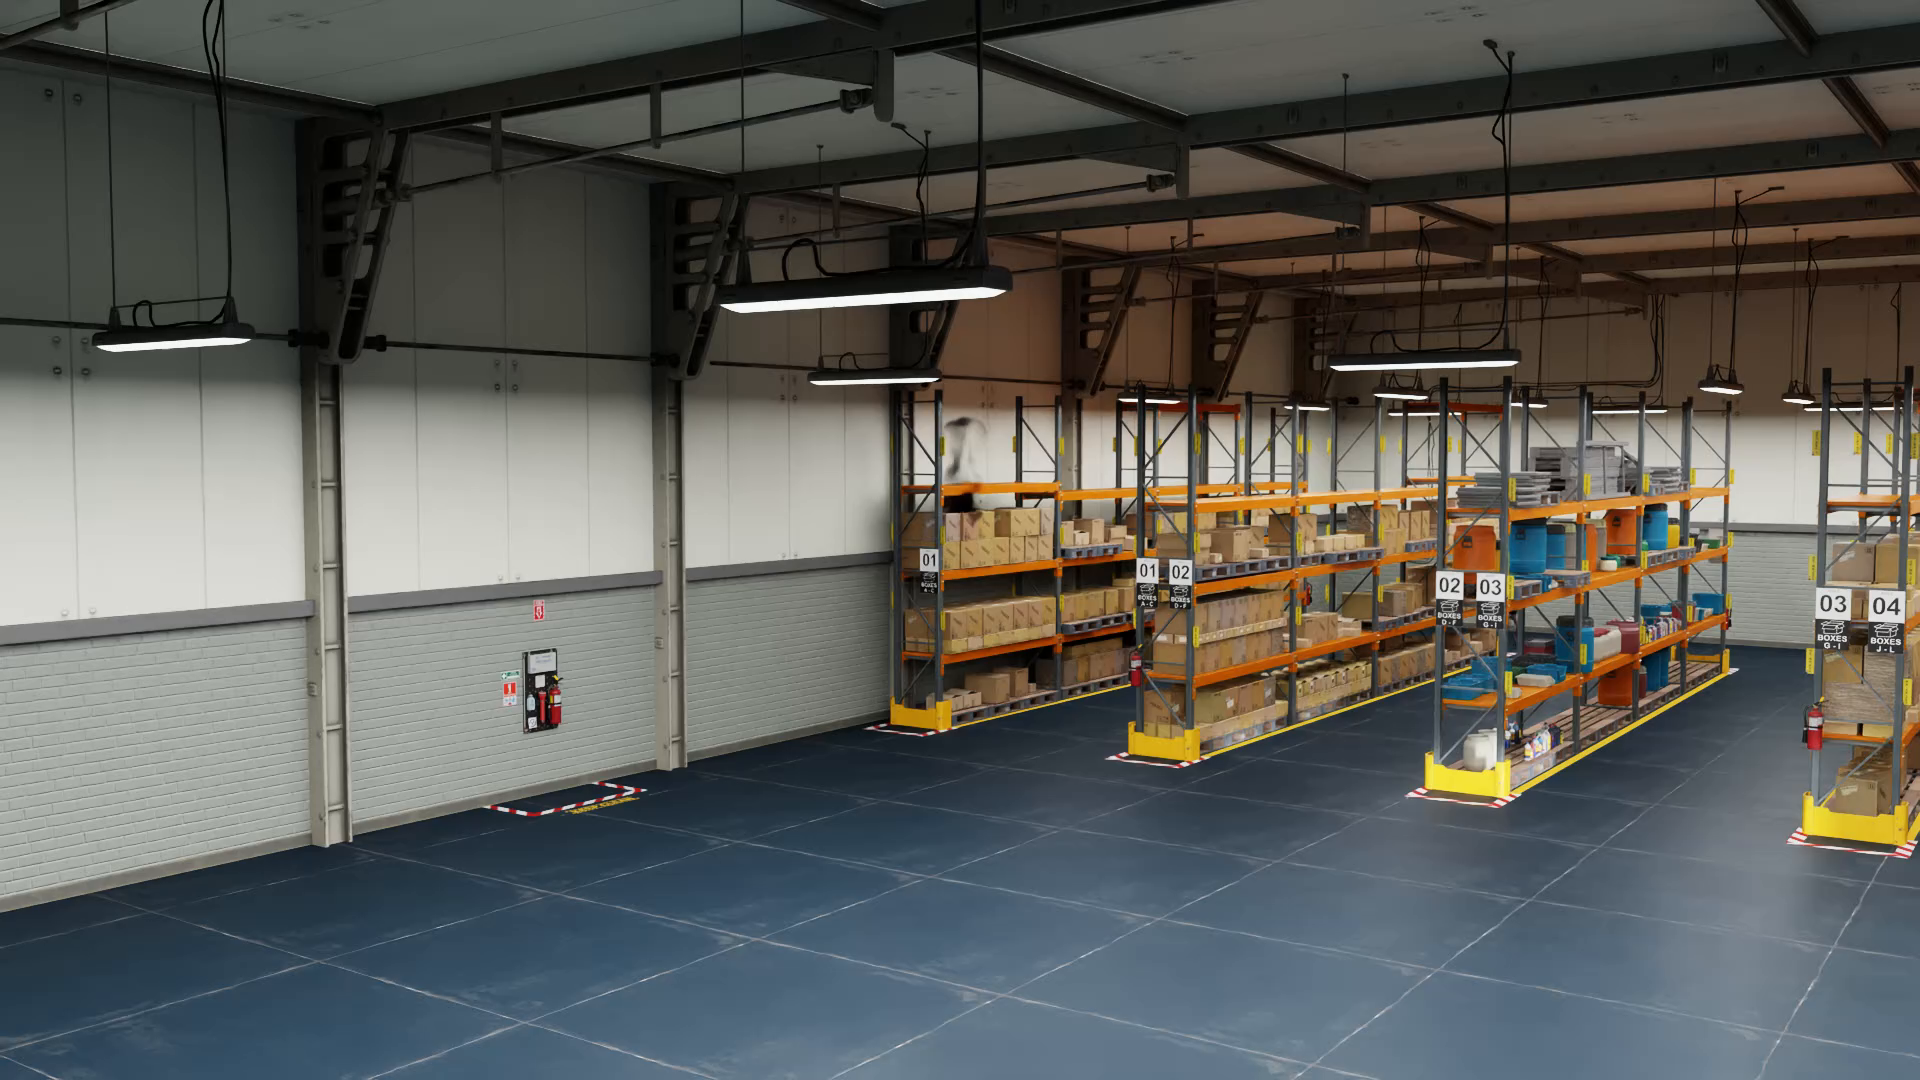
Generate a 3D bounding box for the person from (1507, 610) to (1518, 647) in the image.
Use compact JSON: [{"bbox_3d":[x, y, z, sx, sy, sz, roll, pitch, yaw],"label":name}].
[{"bbox_3d":[13.602,1.961,41.197,0.649,1.607,0.811,-1,3,-21],"label":"person"}]
